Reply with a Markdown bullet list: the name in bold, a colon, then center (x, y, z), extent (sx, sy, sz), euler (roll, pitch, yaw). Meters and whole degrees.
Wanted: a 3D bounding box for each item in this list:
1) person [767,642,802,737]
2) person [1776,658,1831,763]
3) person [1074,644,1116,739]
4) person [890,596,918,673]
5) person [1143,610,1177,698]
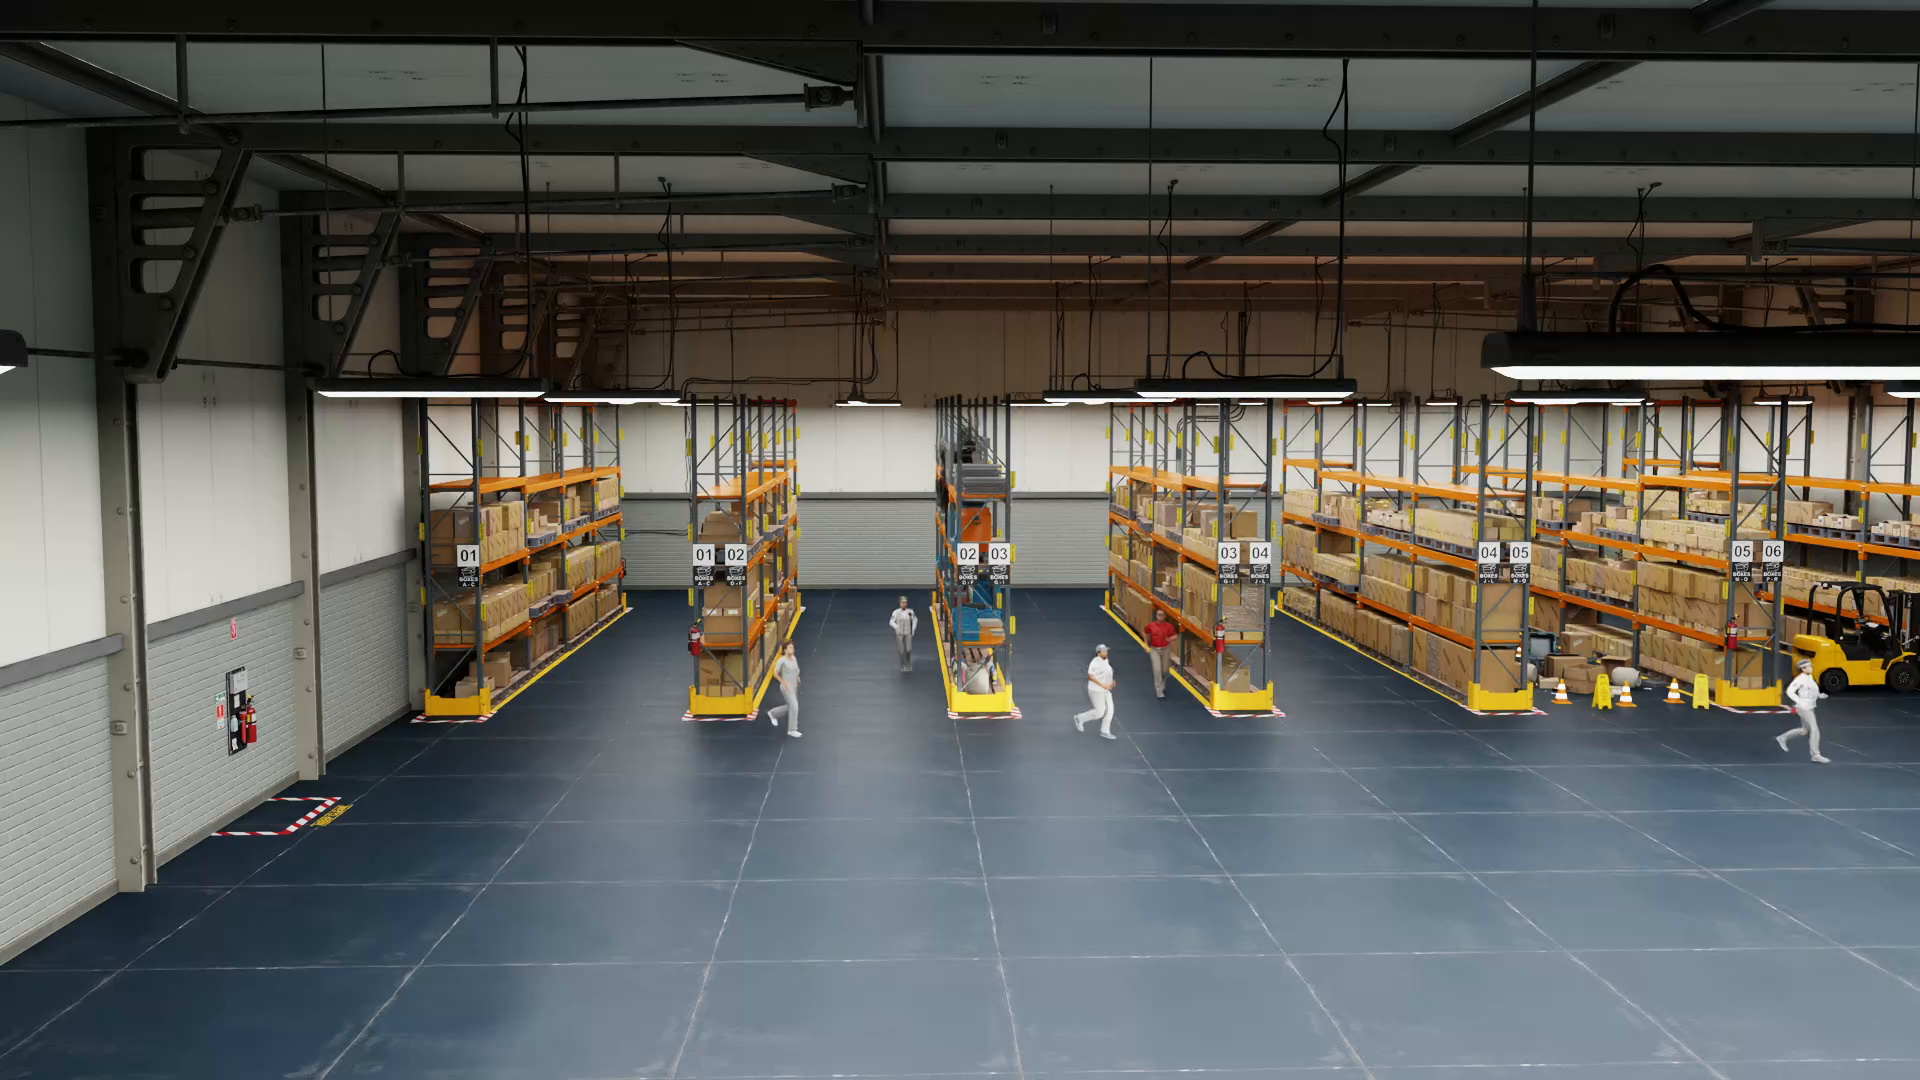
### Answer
- **person**: center (-3.086, 2.595, 29.245), extent (0.755, 1.655, 0.563), euler (3, 5, 32)
- **person**: center (13.761, 2.750, 27.071), extent (0.838, 1.664, 0.624), euler (4, 6, 44)
- **person**: center (2.404, 2.642, 29.050), extent (0.727, 1.644, 0.612), euler (3, 5, 31)
- **person**: center (-1.220, 2.051, 36.045), extent (0.609, 1.677, 0.628), euler (0, 5, -3)
- **person**: center (3.994, 2.237, 33.203), extent (0.665, 1.706, 0.939), euler (0, 4, 0)
